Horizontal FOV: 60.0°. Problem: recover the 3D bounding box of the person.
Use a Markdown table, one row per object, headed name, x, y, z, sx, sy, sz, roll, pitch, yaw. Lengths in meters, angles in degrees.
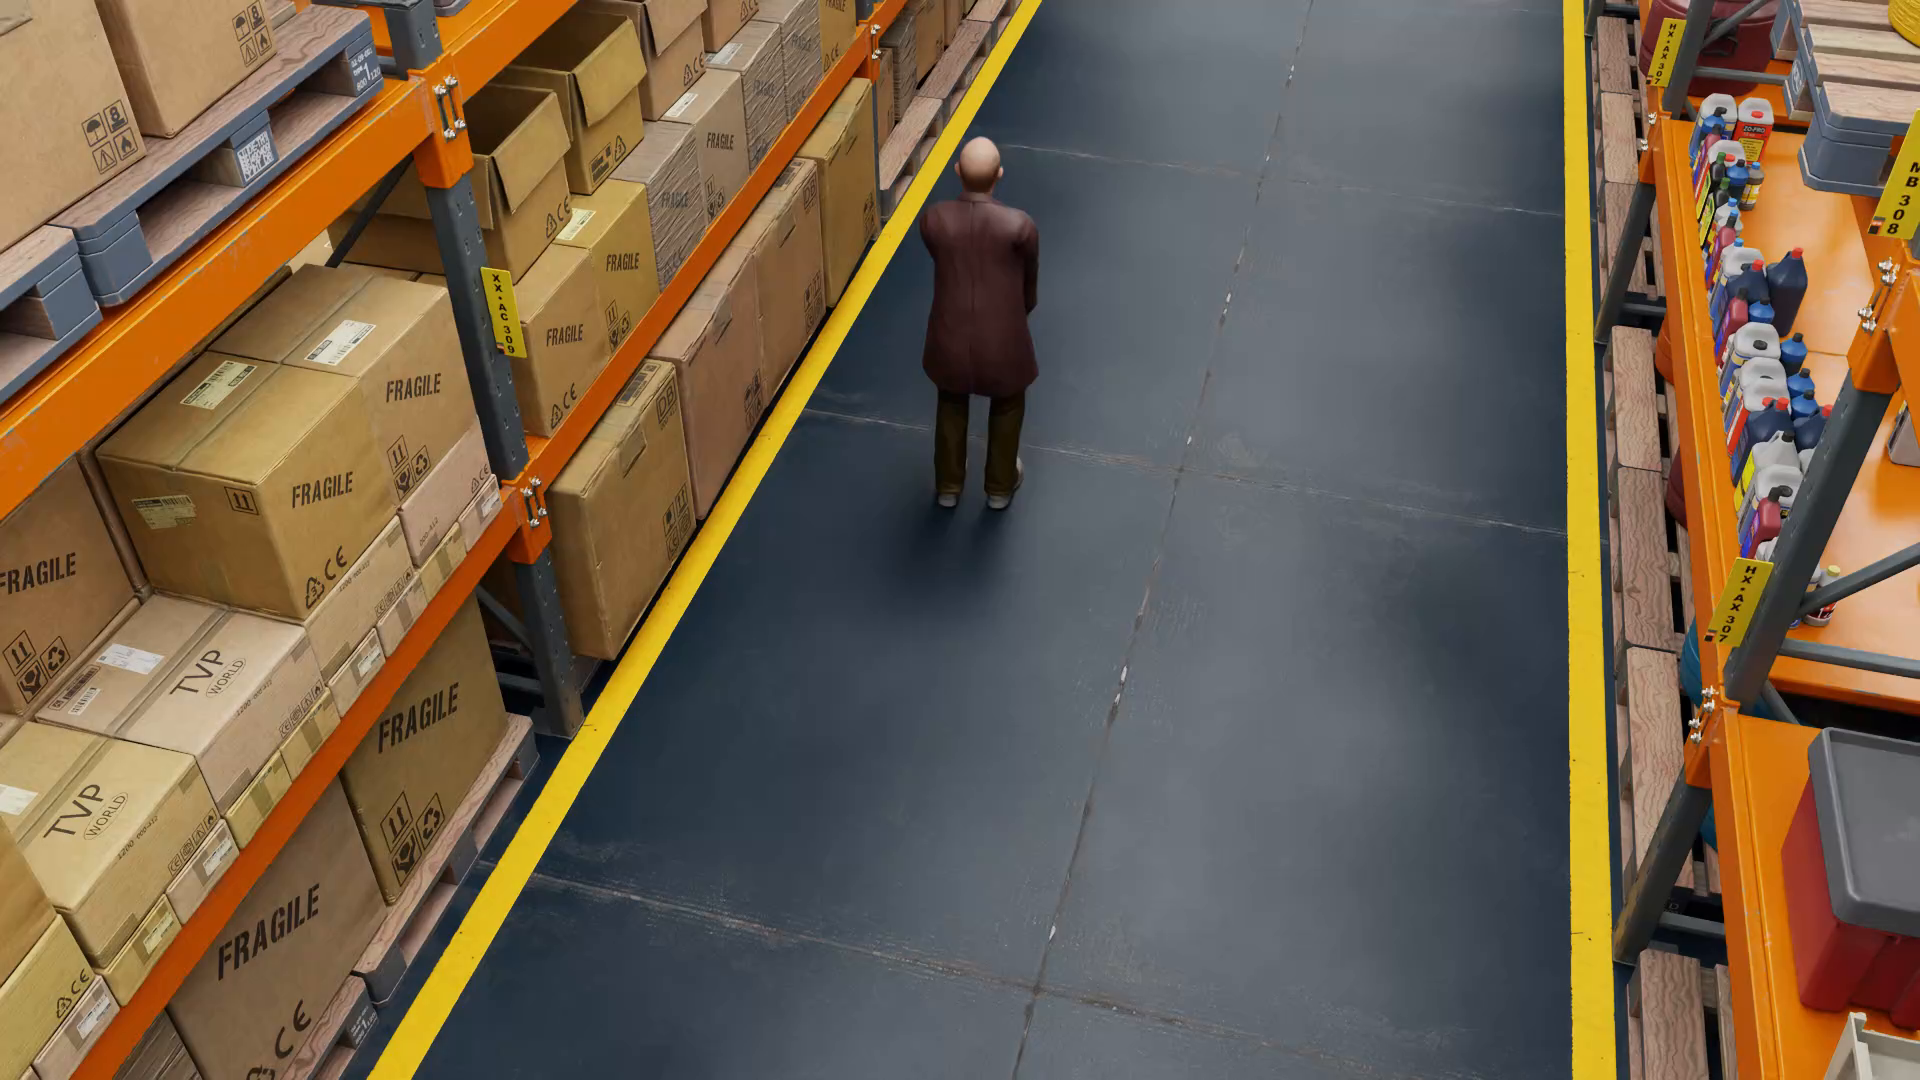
| name | x | y | z | sx | sy | sz | roll | pitch | yaw |
| --- | --- | --- | --- | --- | --- | --- | --- | --- | --- |
| person | 0.101 | -0.954 | 7.290 | 0.524 | 1.777 | 0.543 | 10 | 42 | 12 |
